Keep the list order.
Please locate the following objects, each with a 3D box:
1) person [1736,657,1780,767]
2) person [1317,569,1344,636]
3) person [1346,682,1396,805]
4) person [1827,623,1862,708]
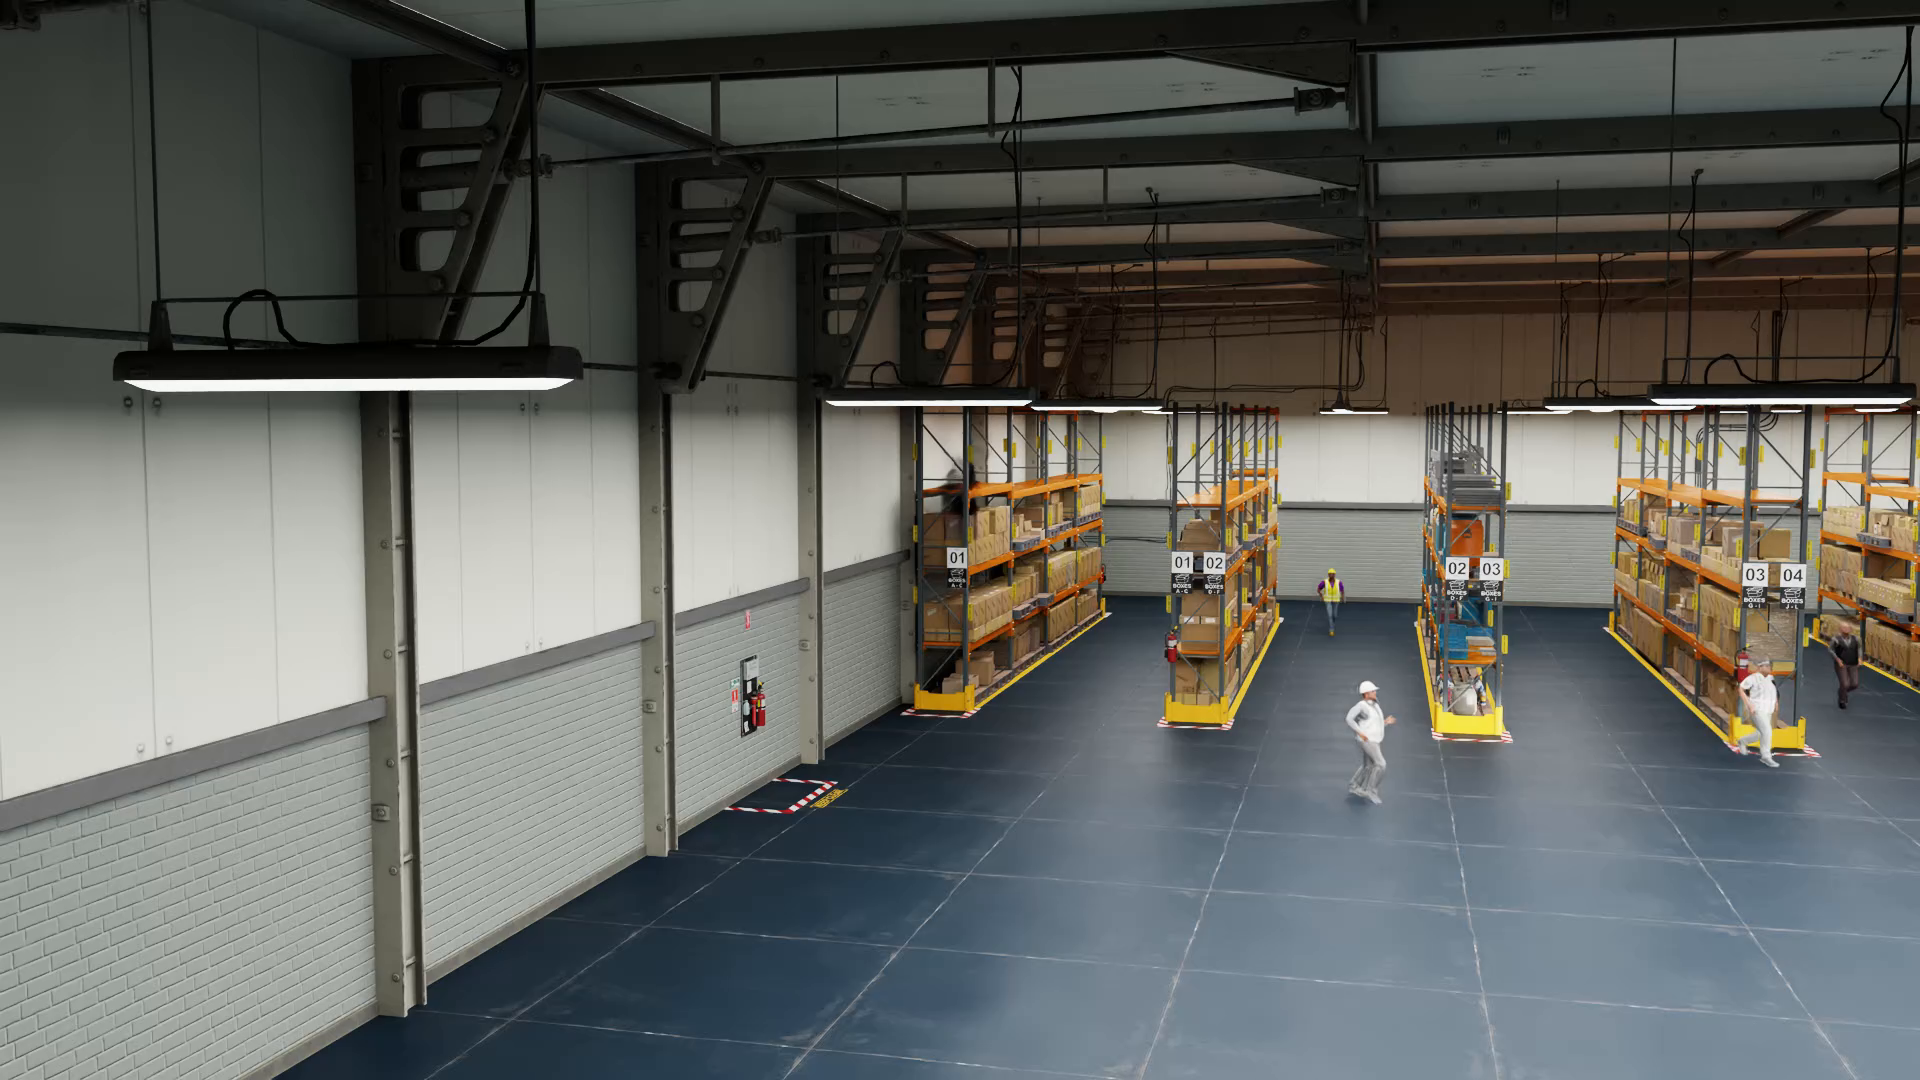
[{"bbox_3d":[13.289,2.822,27.598,0.677,1.776,0.849,-2,5,-27],"label":"person"},{"bbox_3d":[9.786,1.628,43.858,0.701,1.746,0.780,0,4,4],"label":"person"},{"bbox_3d":[6.108,3.018,24.736,0.715,1.824,0.637,3,5,34],"label":"person"},{"bbox_3d":[17.431,2.474,32.708,0.668,1.683,0.523,1,4,9],"label":"person"}]
